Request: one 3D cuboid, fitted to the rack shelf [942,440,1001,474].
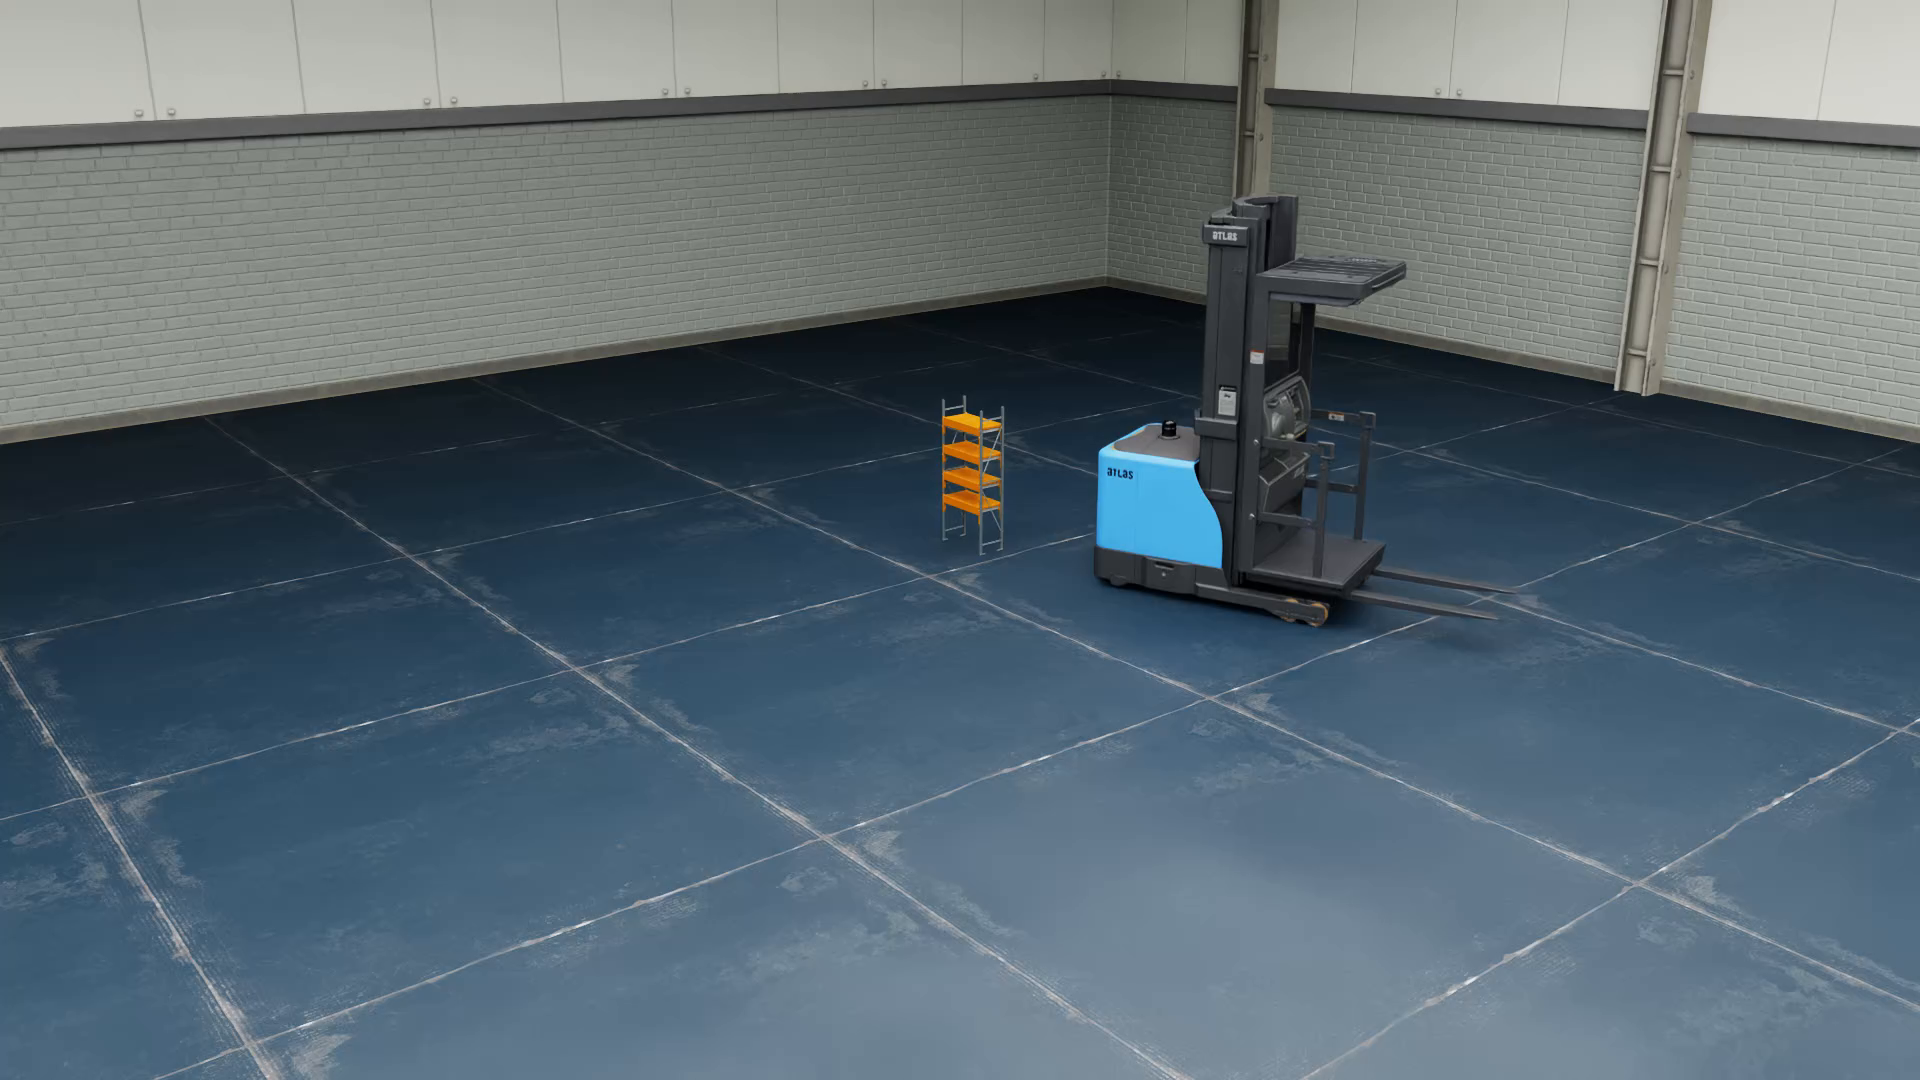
[{"bbox_3d":[0.103,-0.677,13.502,0.258,0.148,0.480,-14,23,-36],"label":"rack shelf"}]

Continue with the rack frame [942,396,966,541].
[{"bbox_3d":[-0.049,-0.589,13.732,0.240,1.200,0.015,-14,23,-36],"label":"rack frame"}]

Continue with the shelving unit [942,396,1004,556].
[{"bbox_3d":[0.103,-0.529,13.551,0.258,1.200,0.503,-14,23,-36],"label":"shelving unit"}]

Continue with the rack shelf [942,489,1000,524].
[{"bbox_3d":[0.103,-0.276,13.634,0.258,0.148,0.480,-14,23,-36],"label":"rack shelf"}]

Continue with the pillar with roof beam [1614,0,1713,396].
[{"bbox_3d":[4.356,-5.132,15.045,9.100,9.000,0.400,-14,23,-36],"label":"pillar with roof beam"}]

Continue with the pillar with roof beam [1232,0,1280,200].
[{"bbox_3d":[0.630,-6.610,19.510,9.100,9.000,0.400,-14,23,-36],"label":"pillar with roof beam"}]

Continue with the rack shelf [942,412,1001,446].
[{"bbox_3d":[0.103,-0.902,13.427,0.258,0.148,0.480,-14,23,-36],"label":"rack shelf"}]

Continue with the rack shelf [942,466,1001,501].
[{"bbox_3d":[0.103,-0.465,13.572,0.258,0.148,0.480,-14,23,-36],"label":"rack shelf"}]

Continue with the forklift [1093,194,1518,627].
[{"bbox_3d":[2.568,-0.959,12.095,3.031,2.935,1.130,10,21,28],"label":"forklift"}]

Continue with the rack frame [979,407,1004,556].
[{"bbox_3d":[0.254,-0.469,13.369,0.240,1.200,0.015,-14,23,-36],"label":"rack frame"}]
